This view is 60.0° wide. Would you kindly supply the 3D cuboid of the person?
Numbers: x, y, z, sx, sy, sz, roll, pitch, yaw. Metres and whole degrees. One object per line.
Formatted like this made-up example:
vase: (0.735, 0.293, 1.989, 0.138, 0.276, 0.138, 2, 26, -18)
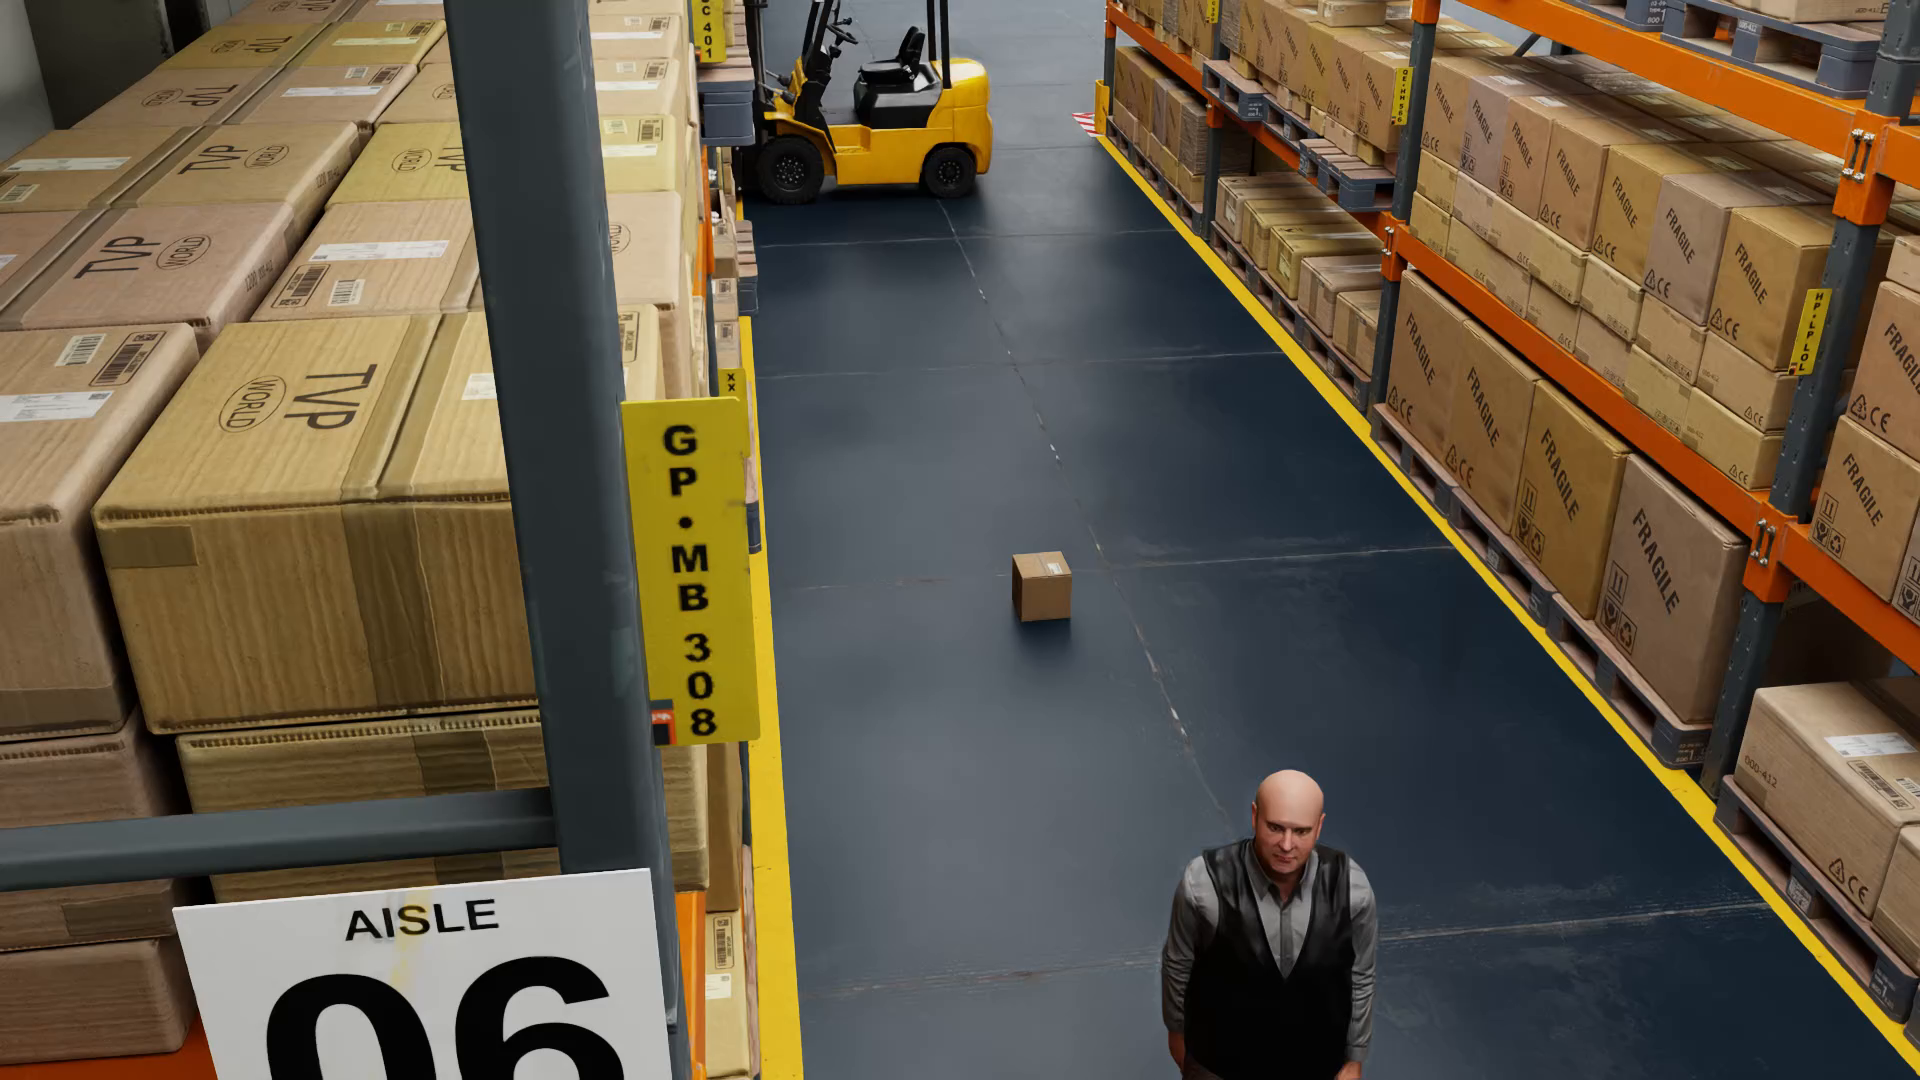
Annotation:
person: (0.808, 1.402, 4.383, 0.537, 1.756, 0.478, -2, 27, -4)
